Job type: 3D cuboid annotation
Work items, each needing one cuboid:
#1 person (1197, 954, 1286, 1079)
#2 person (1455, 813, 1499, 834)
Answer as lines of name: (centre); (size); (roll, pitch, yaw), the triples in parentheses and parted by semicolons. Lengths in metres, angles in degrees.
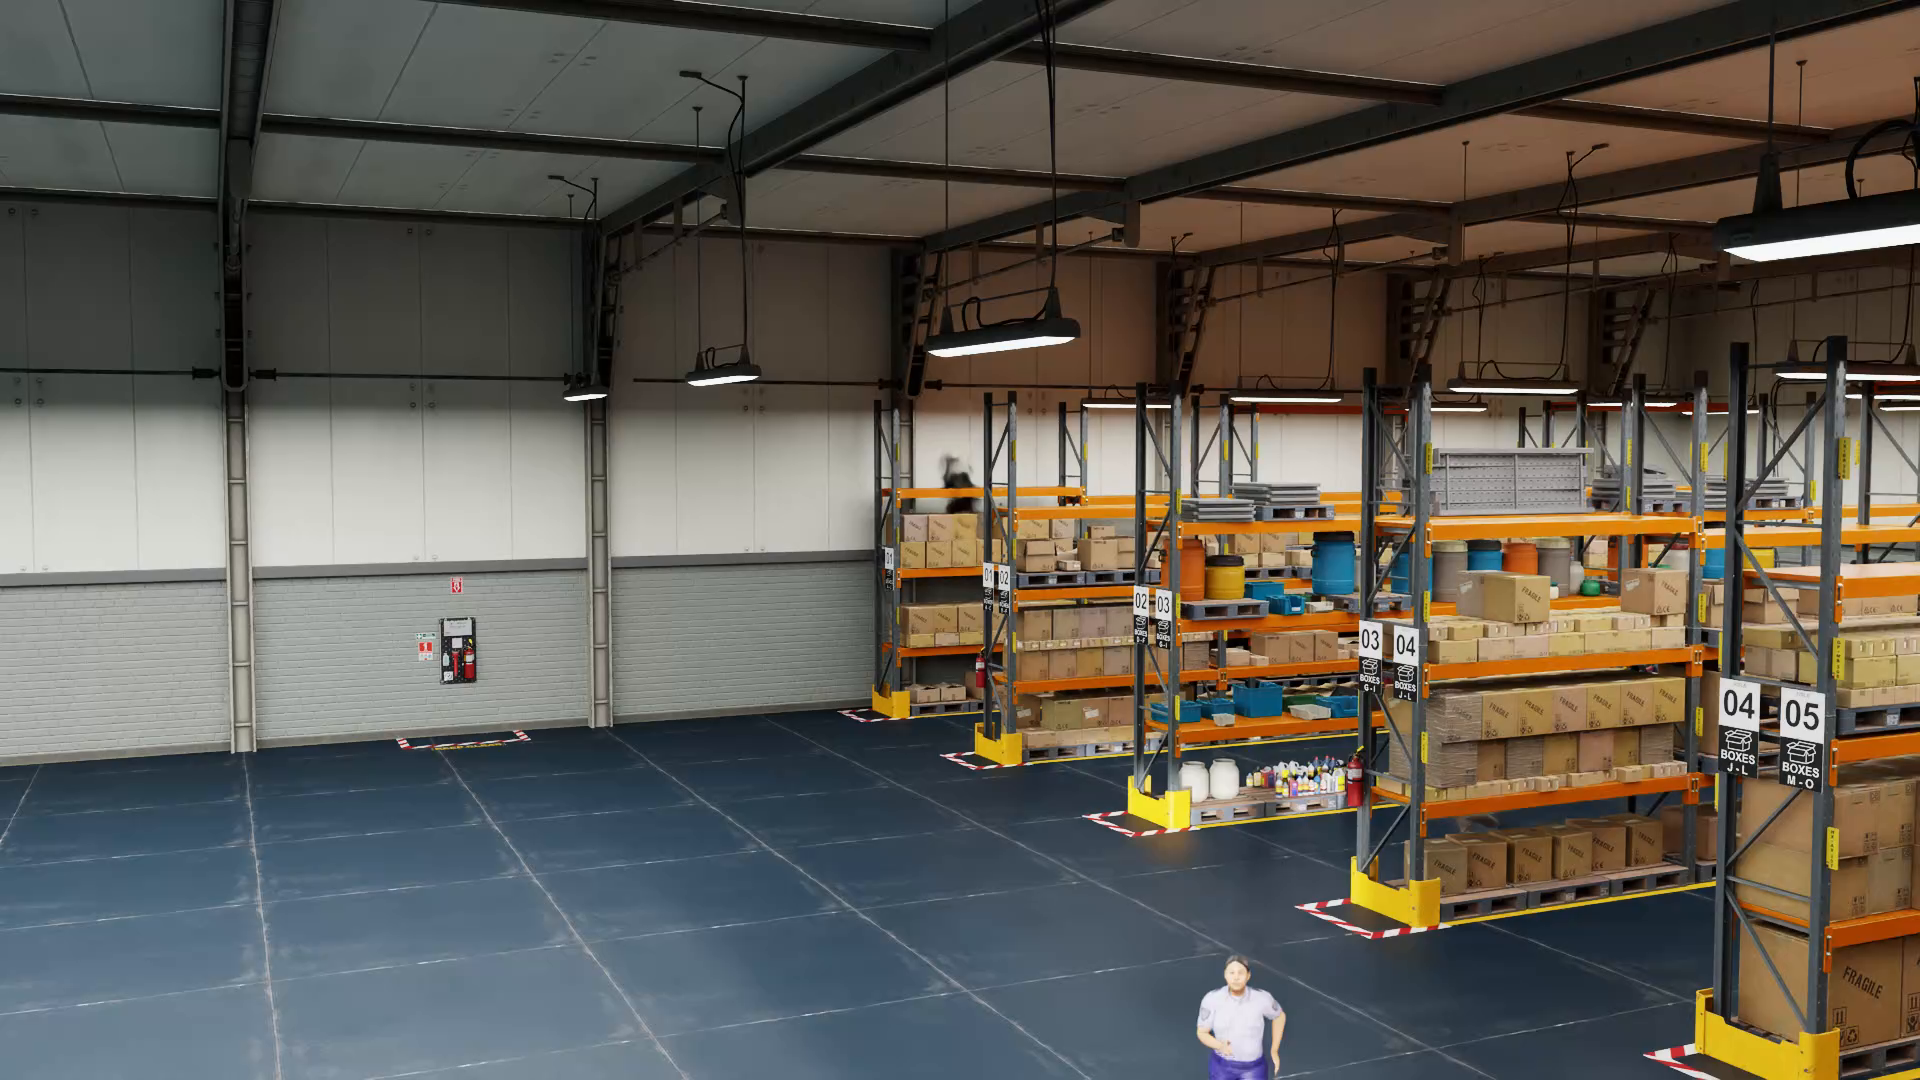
person: (1.916, 3.683, 11.426); (0.578, 1.666, 0.688); (1, 3, 17)
person: (6.557, 3.090, 21.241); (0.612, 1.666, 0.661); (-2, 4, -32)
